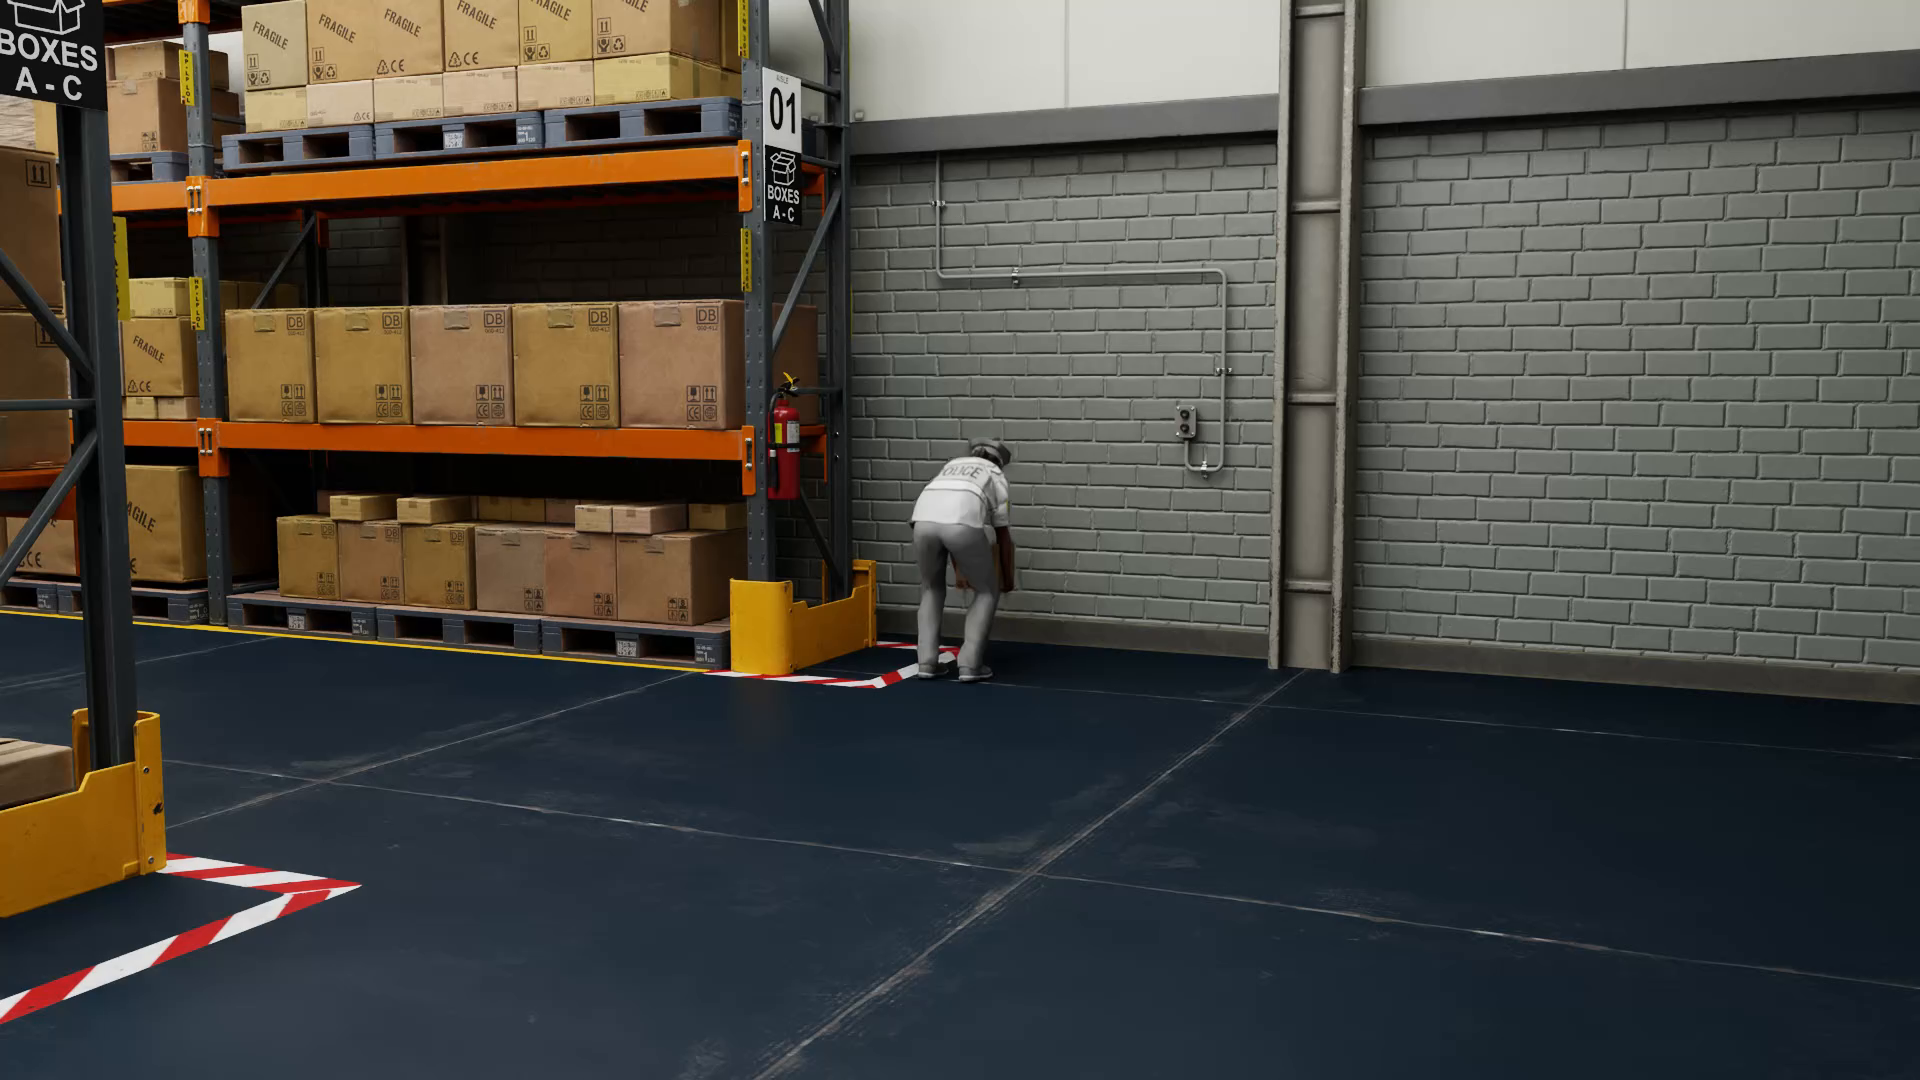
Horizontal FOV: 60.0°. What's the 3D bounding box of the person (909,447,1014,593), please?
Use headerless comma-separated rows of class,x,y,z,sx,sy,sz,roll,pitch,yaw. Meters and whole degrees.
person,0.029,-0.095,8.900,0.411,0.802,0.844,2,6,21
